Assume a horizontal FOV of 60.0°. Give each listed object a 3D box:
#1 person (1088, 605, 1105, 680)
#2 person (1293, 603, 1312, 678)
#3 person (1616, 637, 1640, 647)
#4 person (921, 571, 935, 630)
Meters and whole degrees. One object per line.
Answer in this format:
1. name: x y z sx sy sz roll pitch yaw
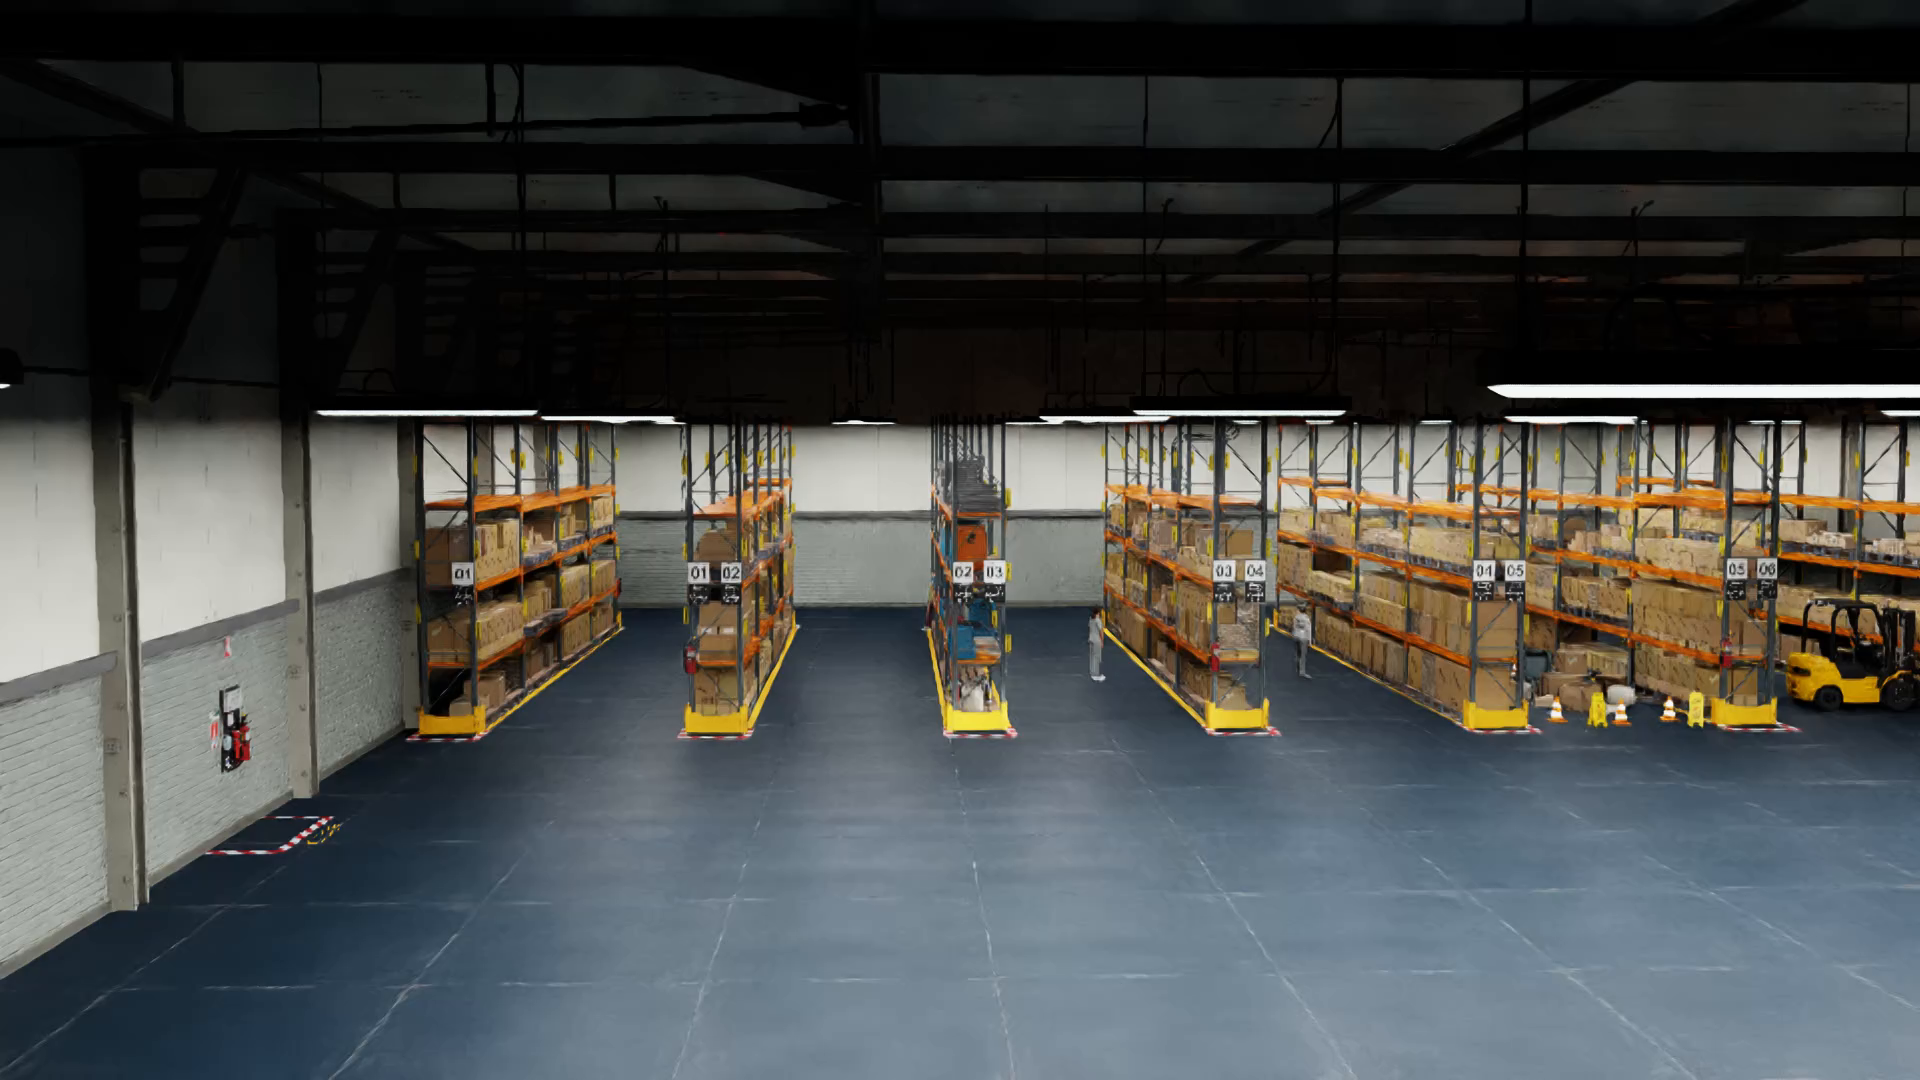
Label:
1. person: 3.115 2.310 37.663 0.441 1.675 0.496 -2 5 -32
2. person: 7.854 2.284 38.011 0.429 1.684 0.555 -2 5 -32
3. person: 17.430 1.880 43.341 0.585 1.763 0.682 1 4 20
4. person: -0.703 1.694 46.445 0.654 1.659 0.528 4 5 44
